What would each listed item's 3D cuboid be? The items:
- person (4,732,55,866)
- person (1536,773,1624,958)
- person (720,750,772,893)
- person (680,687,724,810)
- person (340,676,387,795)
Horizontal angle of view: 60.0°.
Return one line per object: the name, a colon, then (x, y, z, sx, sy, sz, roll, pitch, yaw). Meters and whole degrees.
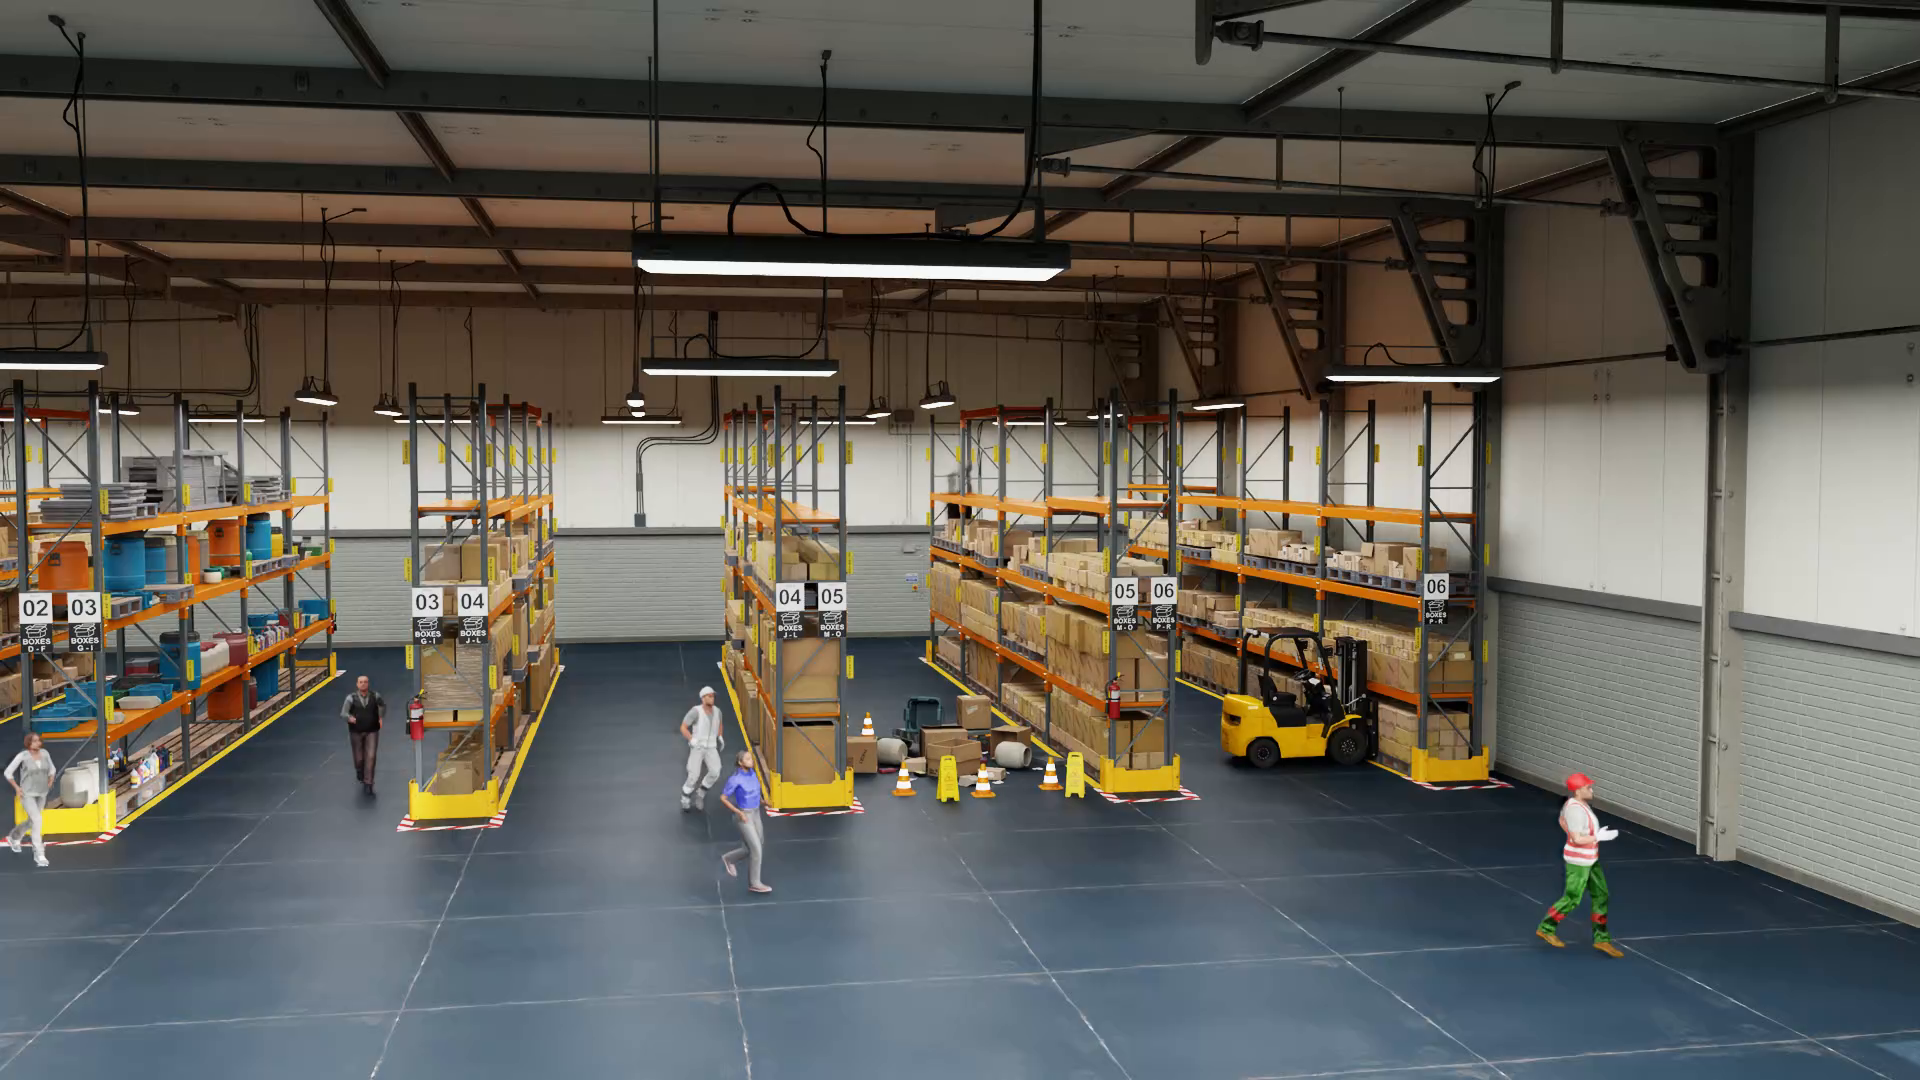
person: (-11.440, 3.158, 20.481, 0.805, 1.608, 0.550, 1, 3, 26)
person: (6.212, 3.239, 16.623, 0.812, 1.819, 0.622, 2, 3, 33)
person: (-2.484, 3.220, 19.158, 0.730, 1.613, 0.585, 2, 3, 29)
person: (-3.588, 2.934, 23.470, 0.719, 1.724, 0.602, -2, 3, -34)
person: (-8.875, 2.882, 24.781, 0.661, 1.718, 0.935, -1, 3, -22)
